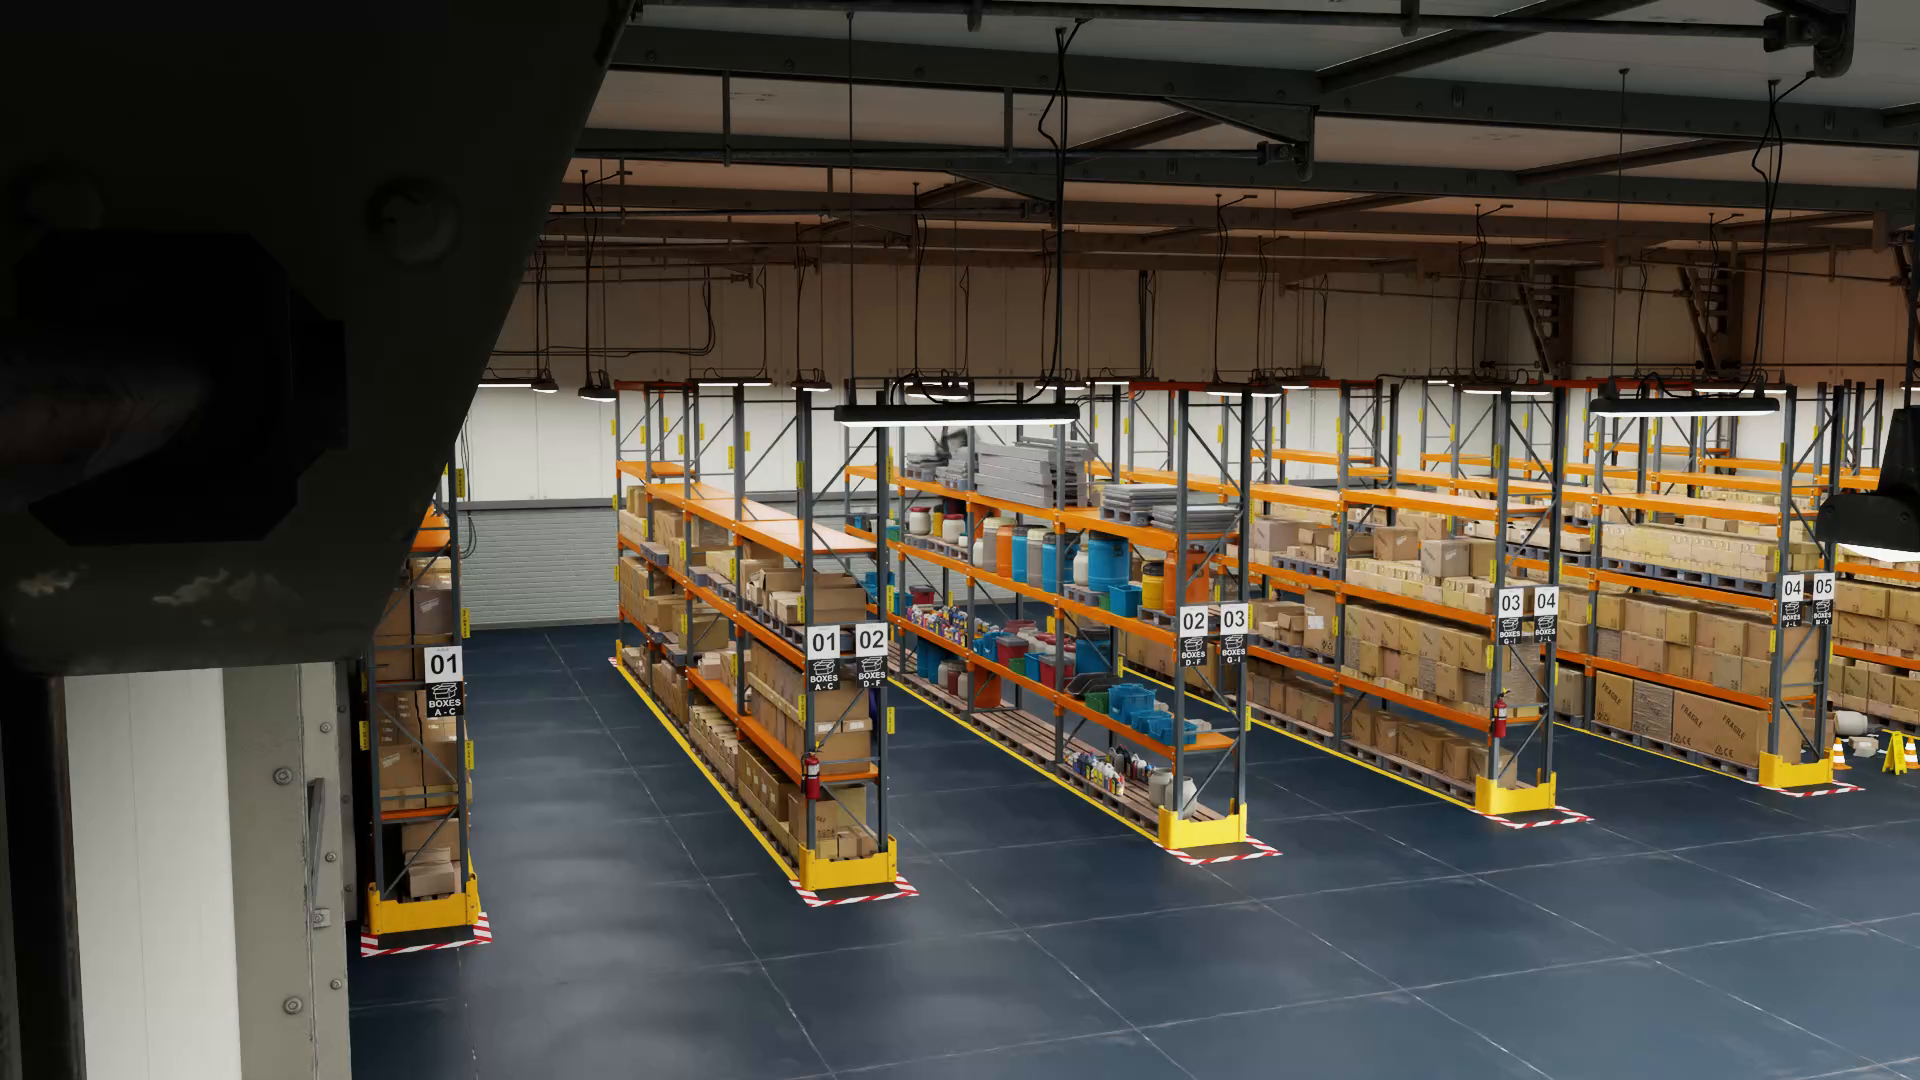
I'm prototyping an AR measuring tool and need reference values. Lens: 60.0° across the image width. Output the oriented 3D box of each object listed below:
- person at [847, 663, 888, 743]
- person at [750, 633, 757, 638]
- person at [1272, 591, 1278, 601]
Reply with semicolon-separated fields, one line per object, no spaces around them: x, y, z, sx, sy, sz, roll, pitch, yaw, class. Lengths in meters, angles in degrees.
-1.544;2.561;28.027;0.660;1.690;0.813;-4;7;-34;person
-4.089;1.865;34.039;0.665;1.769;0.961;-3;7;-29;person
6.266;1.925;33.558;0.649;1.837;0.952;-2;6;-19;person
